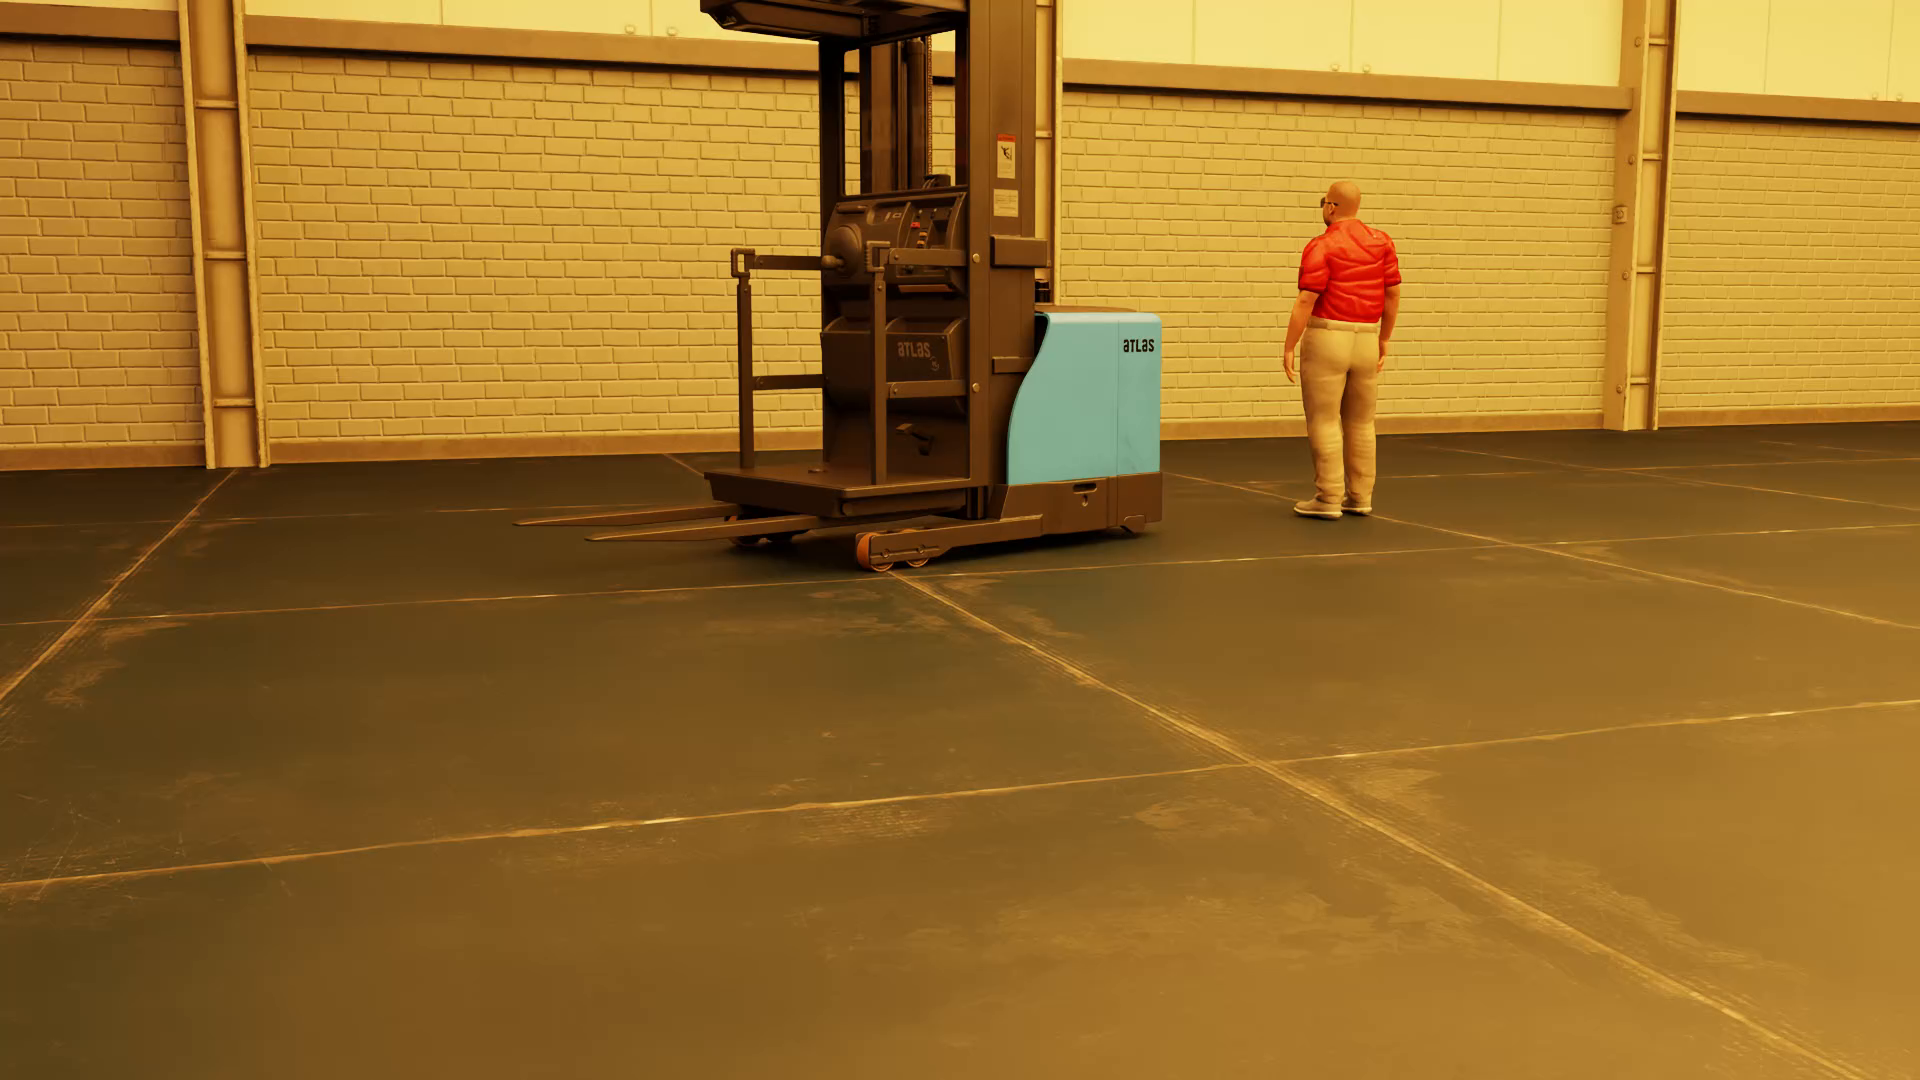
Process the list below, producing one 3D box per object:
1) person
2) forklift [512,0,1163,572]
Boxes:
[{"bbox_3d":[1.942,-0.984,8.693,0.641,1.727,0.551,-3,8,-19],"label":"person"},{"bbox_3d":[-0.461,-1.399,7.333,3.031,2.935,1.130,-7,10,-40],"label":"forklift"}]
